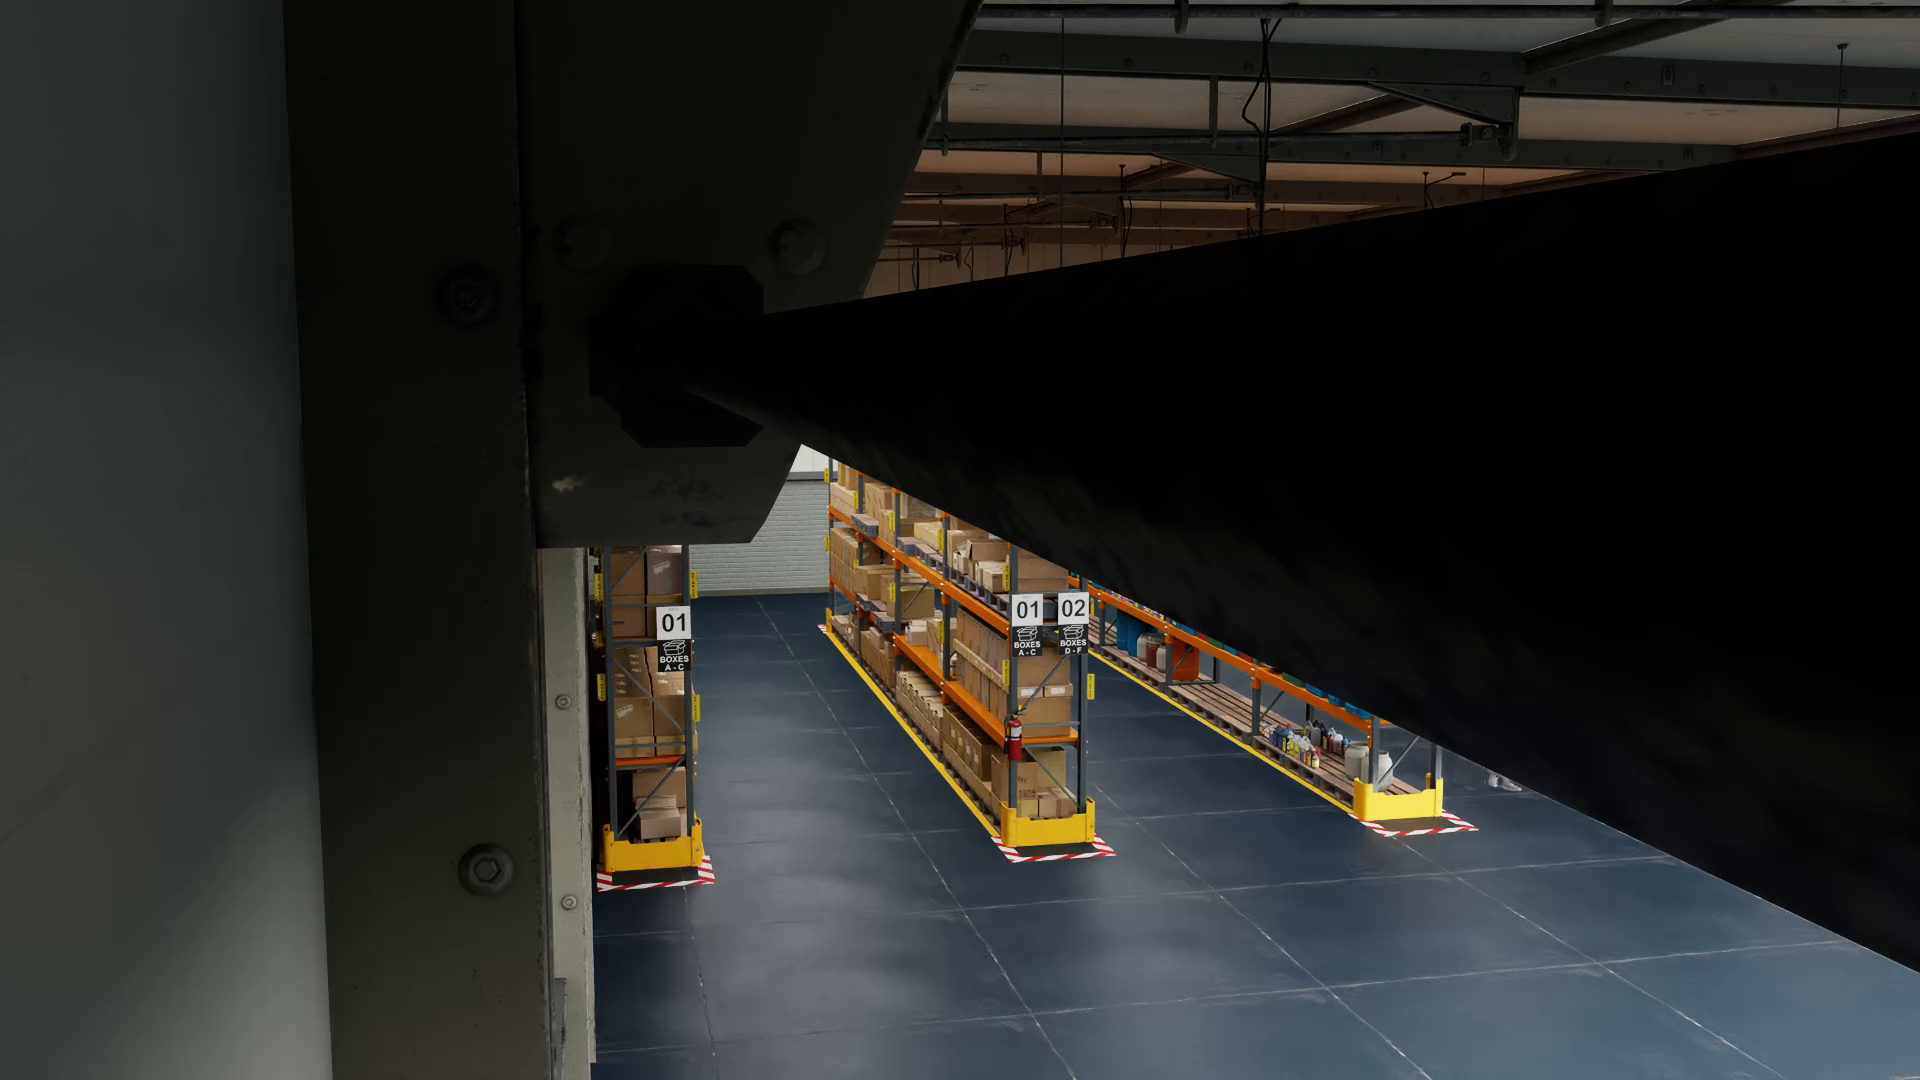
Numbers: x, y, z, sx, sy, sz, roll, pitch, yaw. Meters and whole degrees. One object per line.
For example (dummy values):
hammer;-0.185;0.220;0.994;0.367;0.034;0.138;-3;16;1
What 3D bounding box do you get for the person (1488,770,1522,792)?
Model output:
person;7.873;2.763;23.434;0.710;1.580;0.625;-4;8;-33
